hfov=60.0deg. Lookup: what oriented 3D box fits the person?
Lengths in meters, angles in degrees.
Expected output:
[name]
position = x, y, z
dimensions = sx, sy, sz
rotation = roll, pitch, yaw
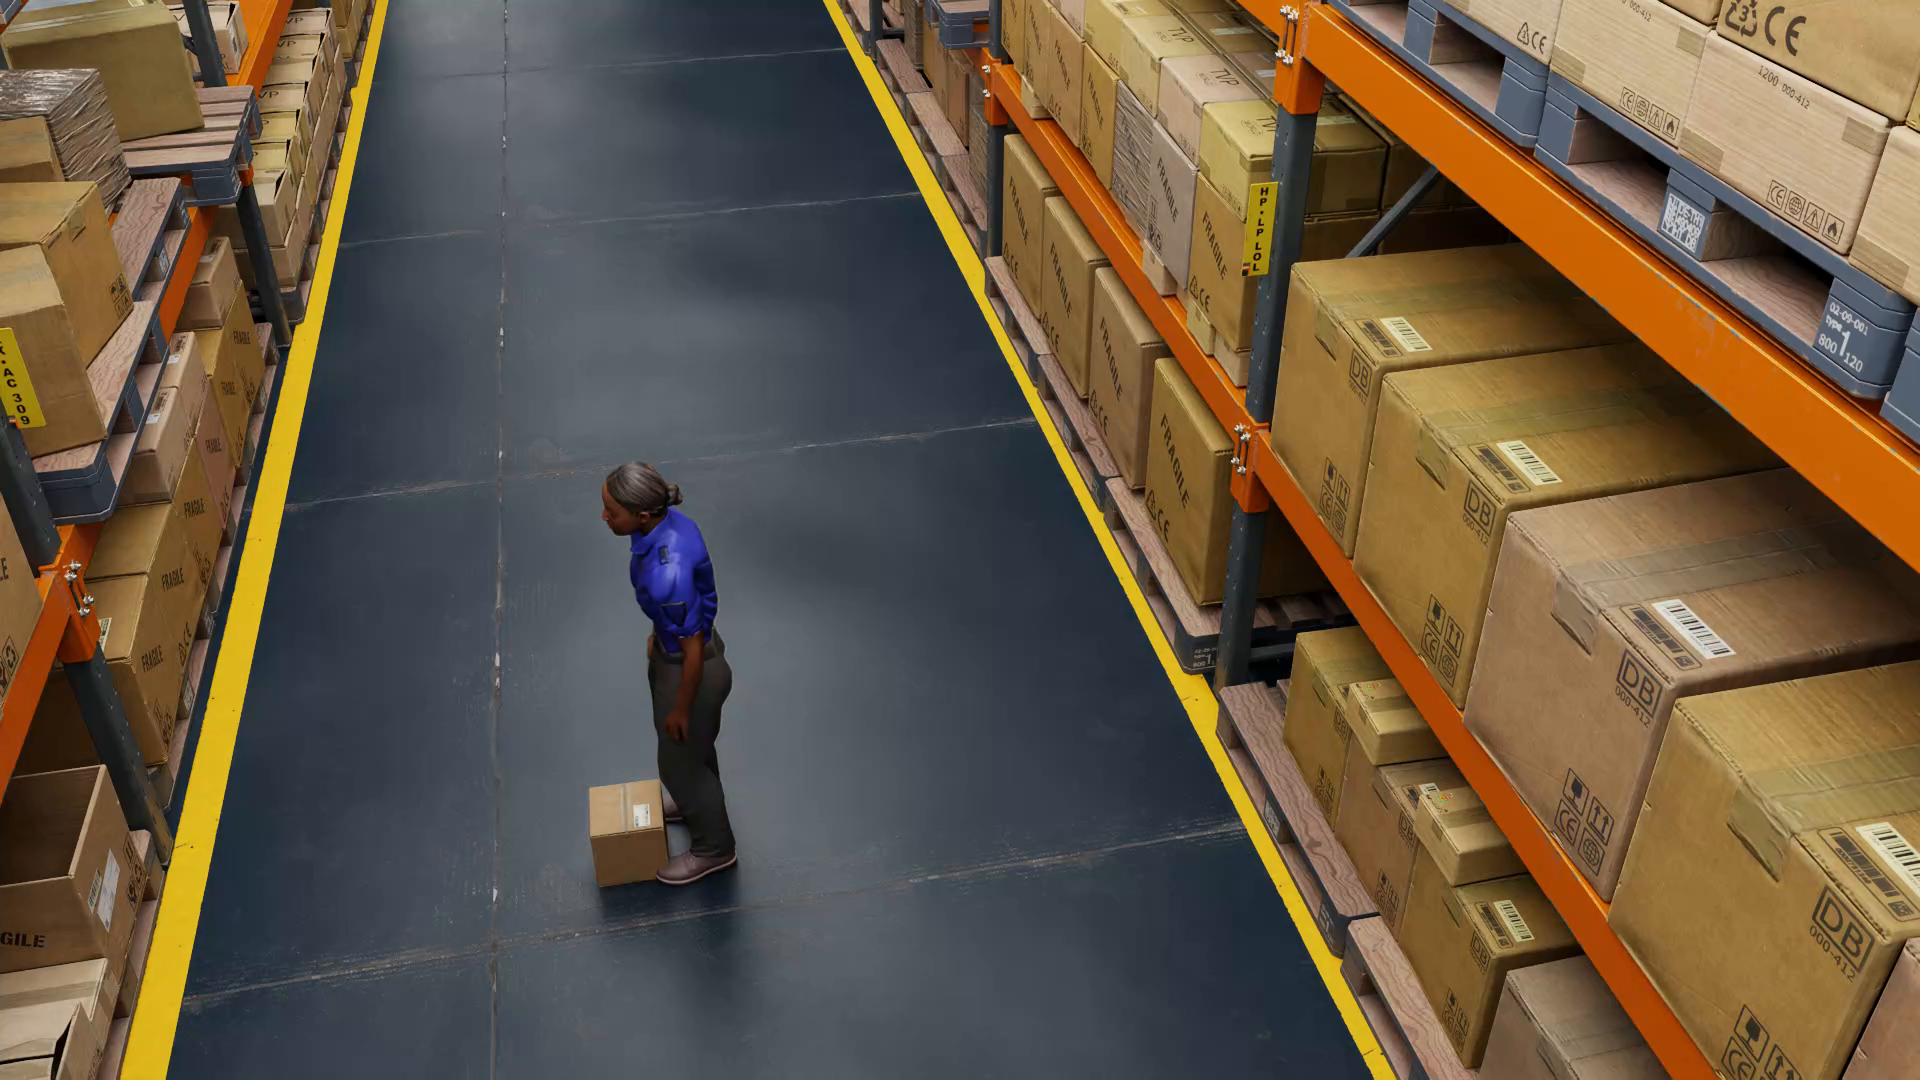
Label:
[person]
position = -0.944, 0.419, 5.539
dimensions = 0.349, 1.654, 0.504
rotation = -7, 35, -10
